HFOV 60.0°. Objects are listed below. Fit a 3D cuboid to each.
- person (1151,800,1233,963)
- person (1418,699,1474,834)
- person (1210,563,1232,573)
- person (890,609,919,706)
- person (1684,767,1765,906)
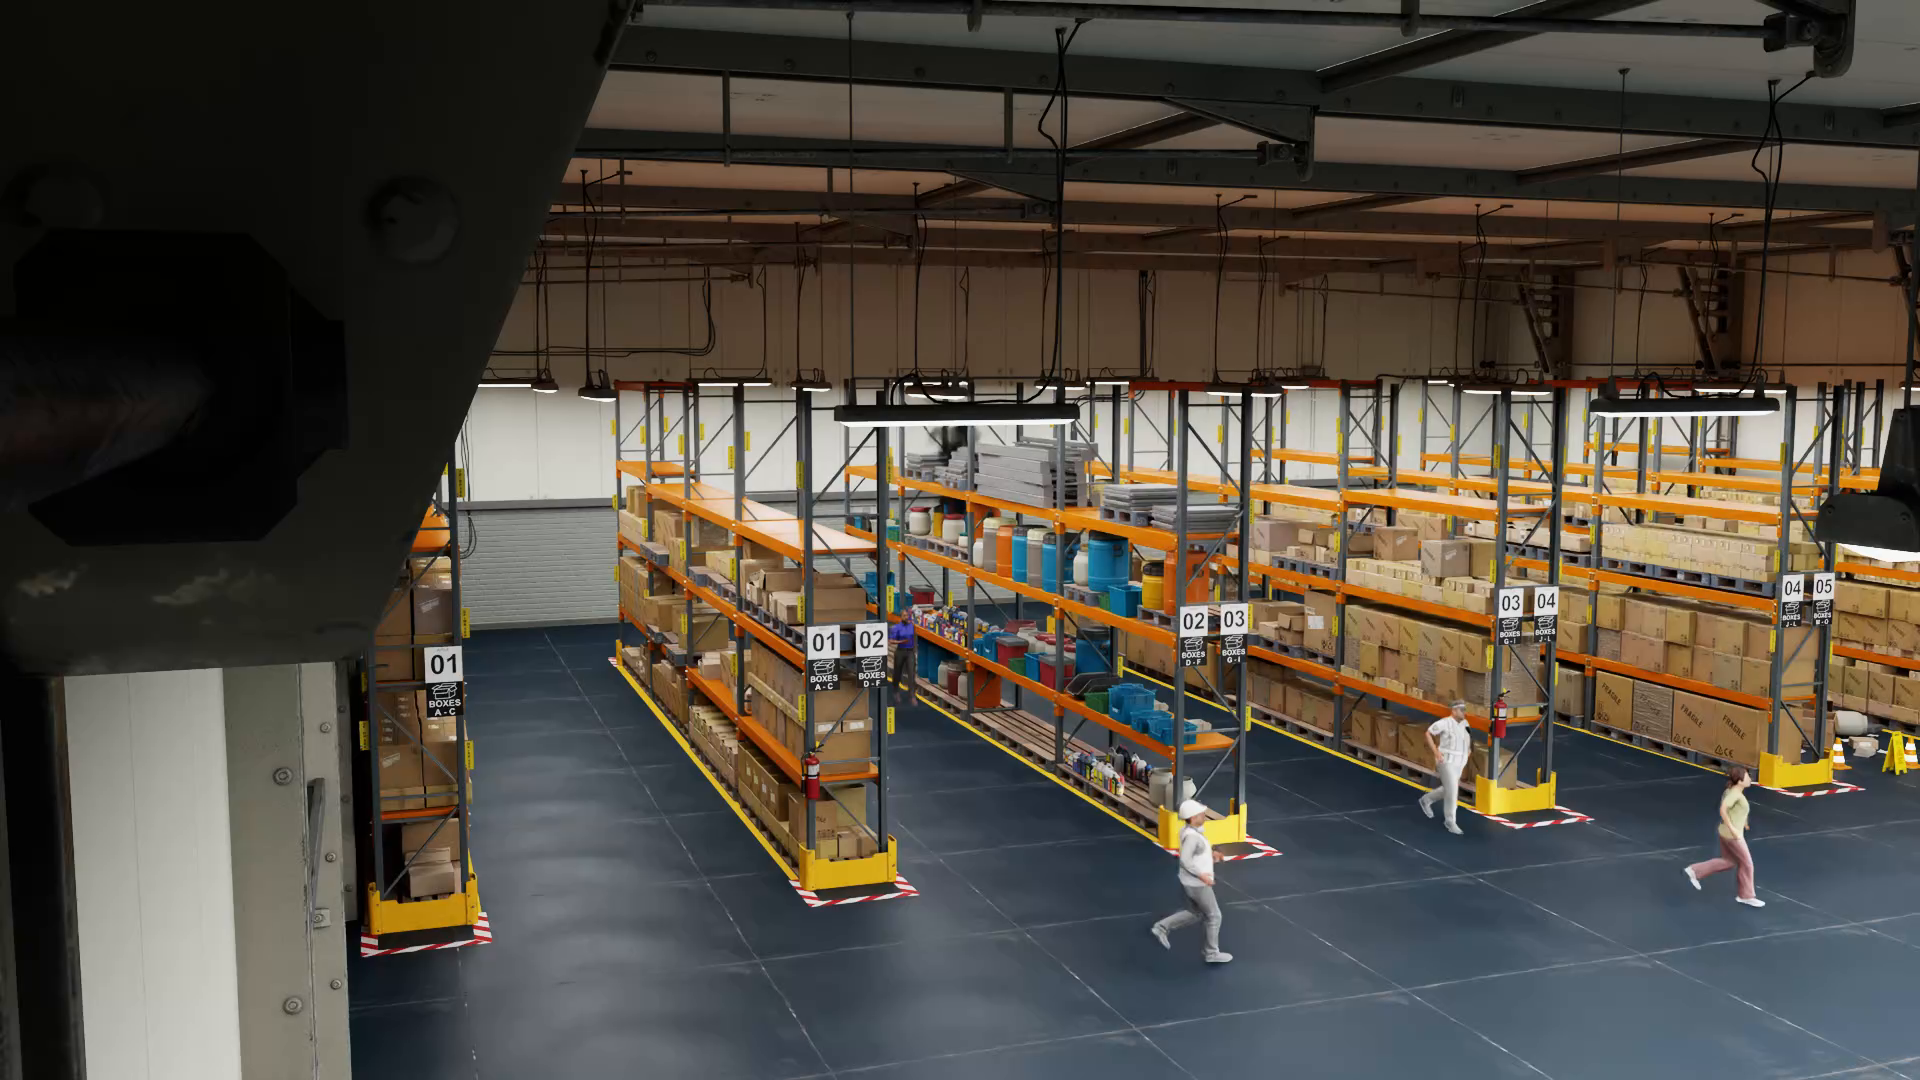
[{"bbox_3d":[2.467,3.606,17.592,0.860,1.745,0.669,0,6,-1],"label":"person"},{"bbox_3d":[6.736,3.068,22.865,0.707,1.802,0.897,-4,7,-31],"label":"person"},{"bbox_3d":[6.346,1.153,40.992,0.975,1.664,0.590,-4,7,-35],"label":"person"},{"bbox_3d":[-0.976,2.080,29.517,0.575,1.708,0.842,-3,7,-23],"label":"person"},{"bbox_3d":[8.990,3.466,19.477,0.893,1.655,0.603,2,6,17],"label":"person"}]
